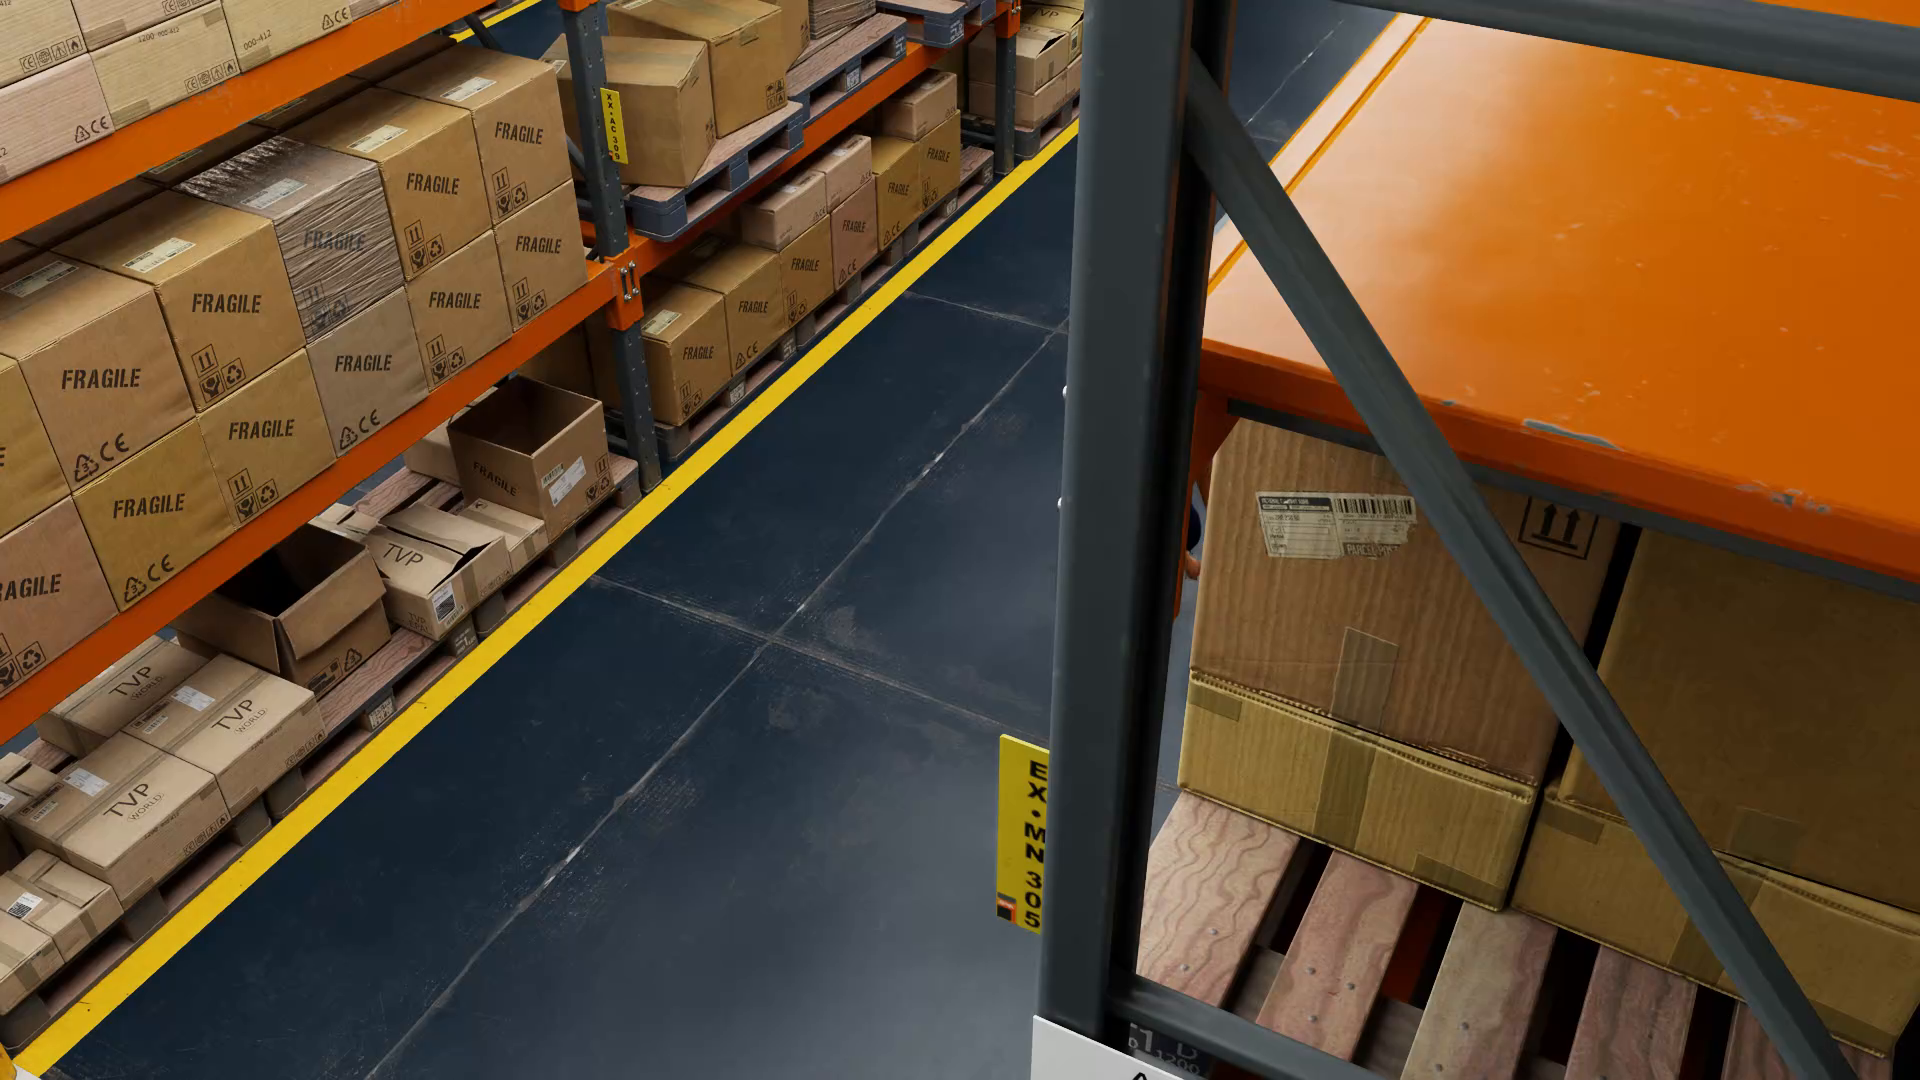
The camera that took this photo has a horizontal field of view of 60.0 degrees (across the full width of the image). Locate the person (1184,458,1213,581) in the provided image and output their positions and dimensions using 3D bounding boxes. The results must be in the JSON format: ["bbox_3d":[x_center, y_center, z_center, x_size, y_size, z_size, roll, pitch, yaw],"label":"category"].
[{"bbox_3d":[0.843,-0.151,7.212,0.727,1.217,0.540,18,42,21],"label":"person"}]
